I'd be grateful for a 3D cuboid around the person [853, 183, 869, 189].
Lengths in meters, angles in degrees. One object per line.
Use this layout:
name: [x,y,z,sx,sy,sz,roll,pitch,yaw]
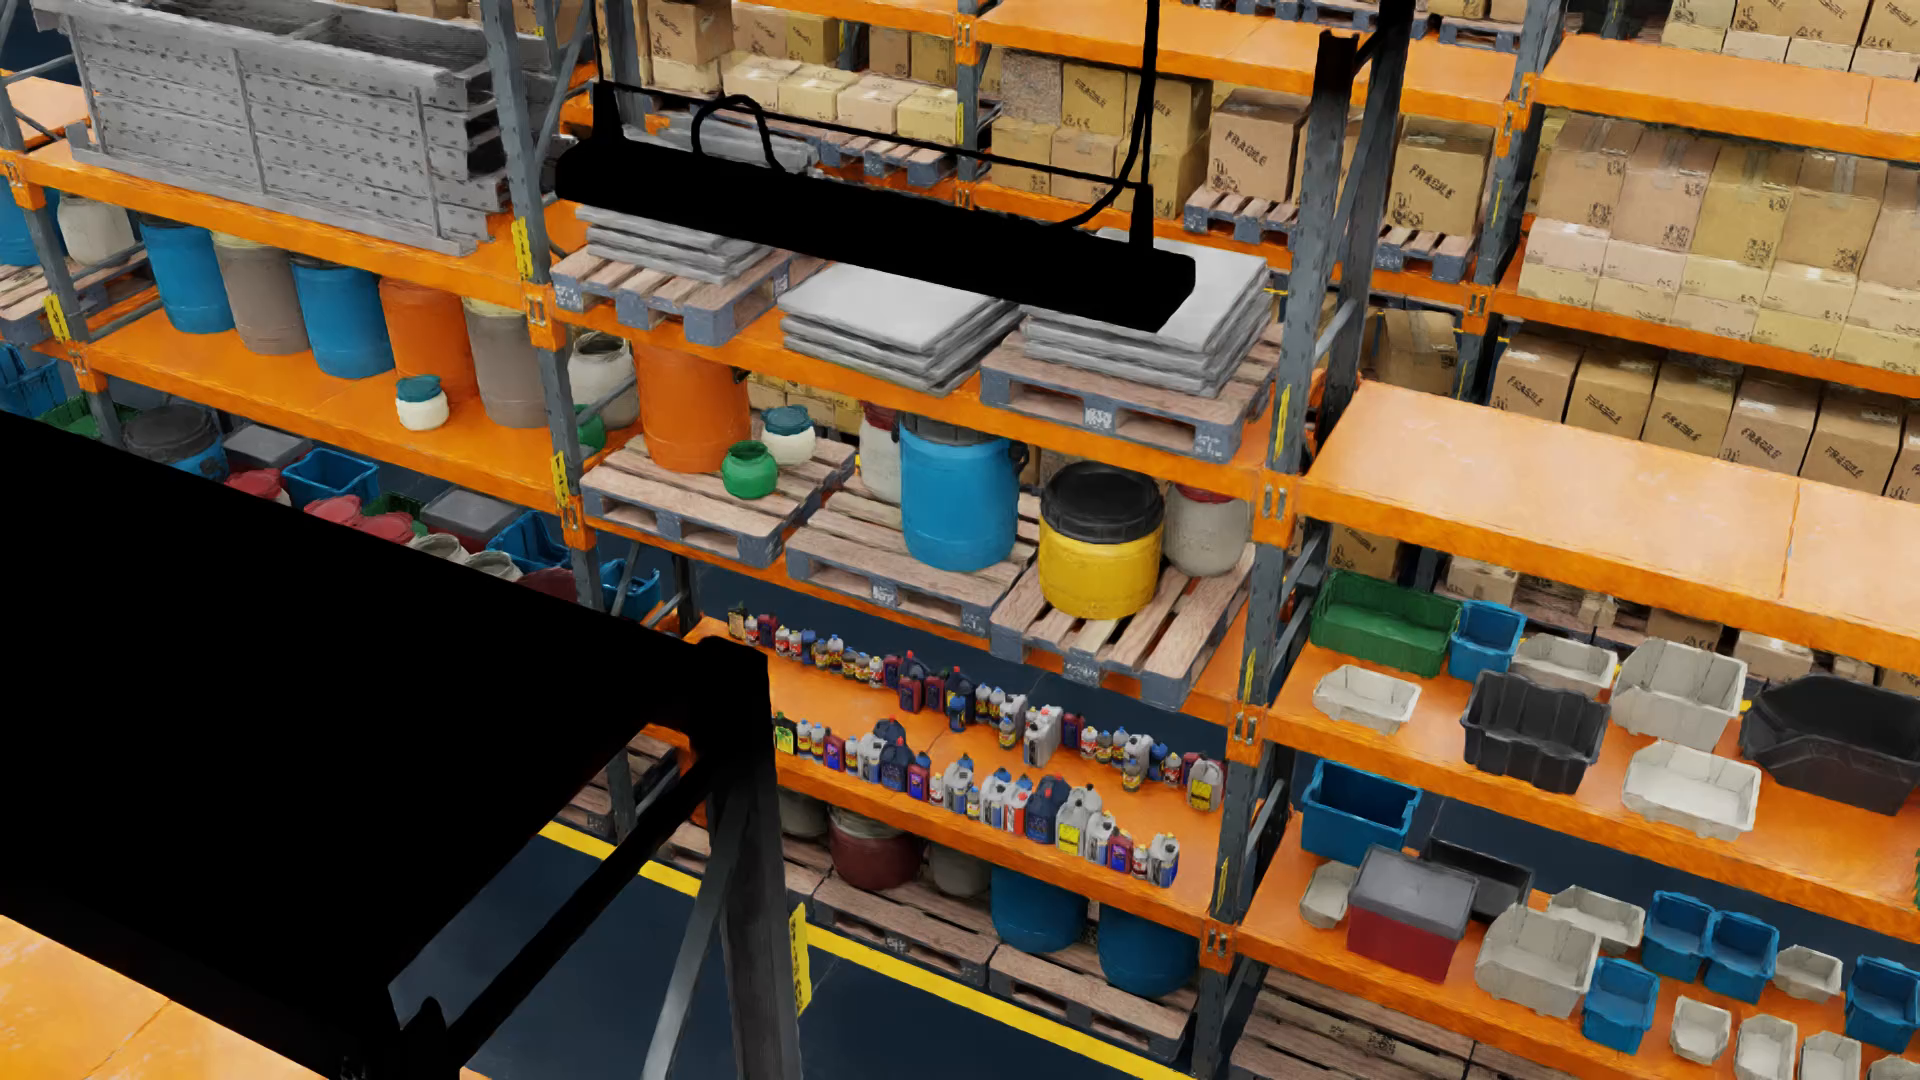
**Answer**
person: [-0.843,-2.712,16.343,0.507,1.618,0.580,15,38,20]
